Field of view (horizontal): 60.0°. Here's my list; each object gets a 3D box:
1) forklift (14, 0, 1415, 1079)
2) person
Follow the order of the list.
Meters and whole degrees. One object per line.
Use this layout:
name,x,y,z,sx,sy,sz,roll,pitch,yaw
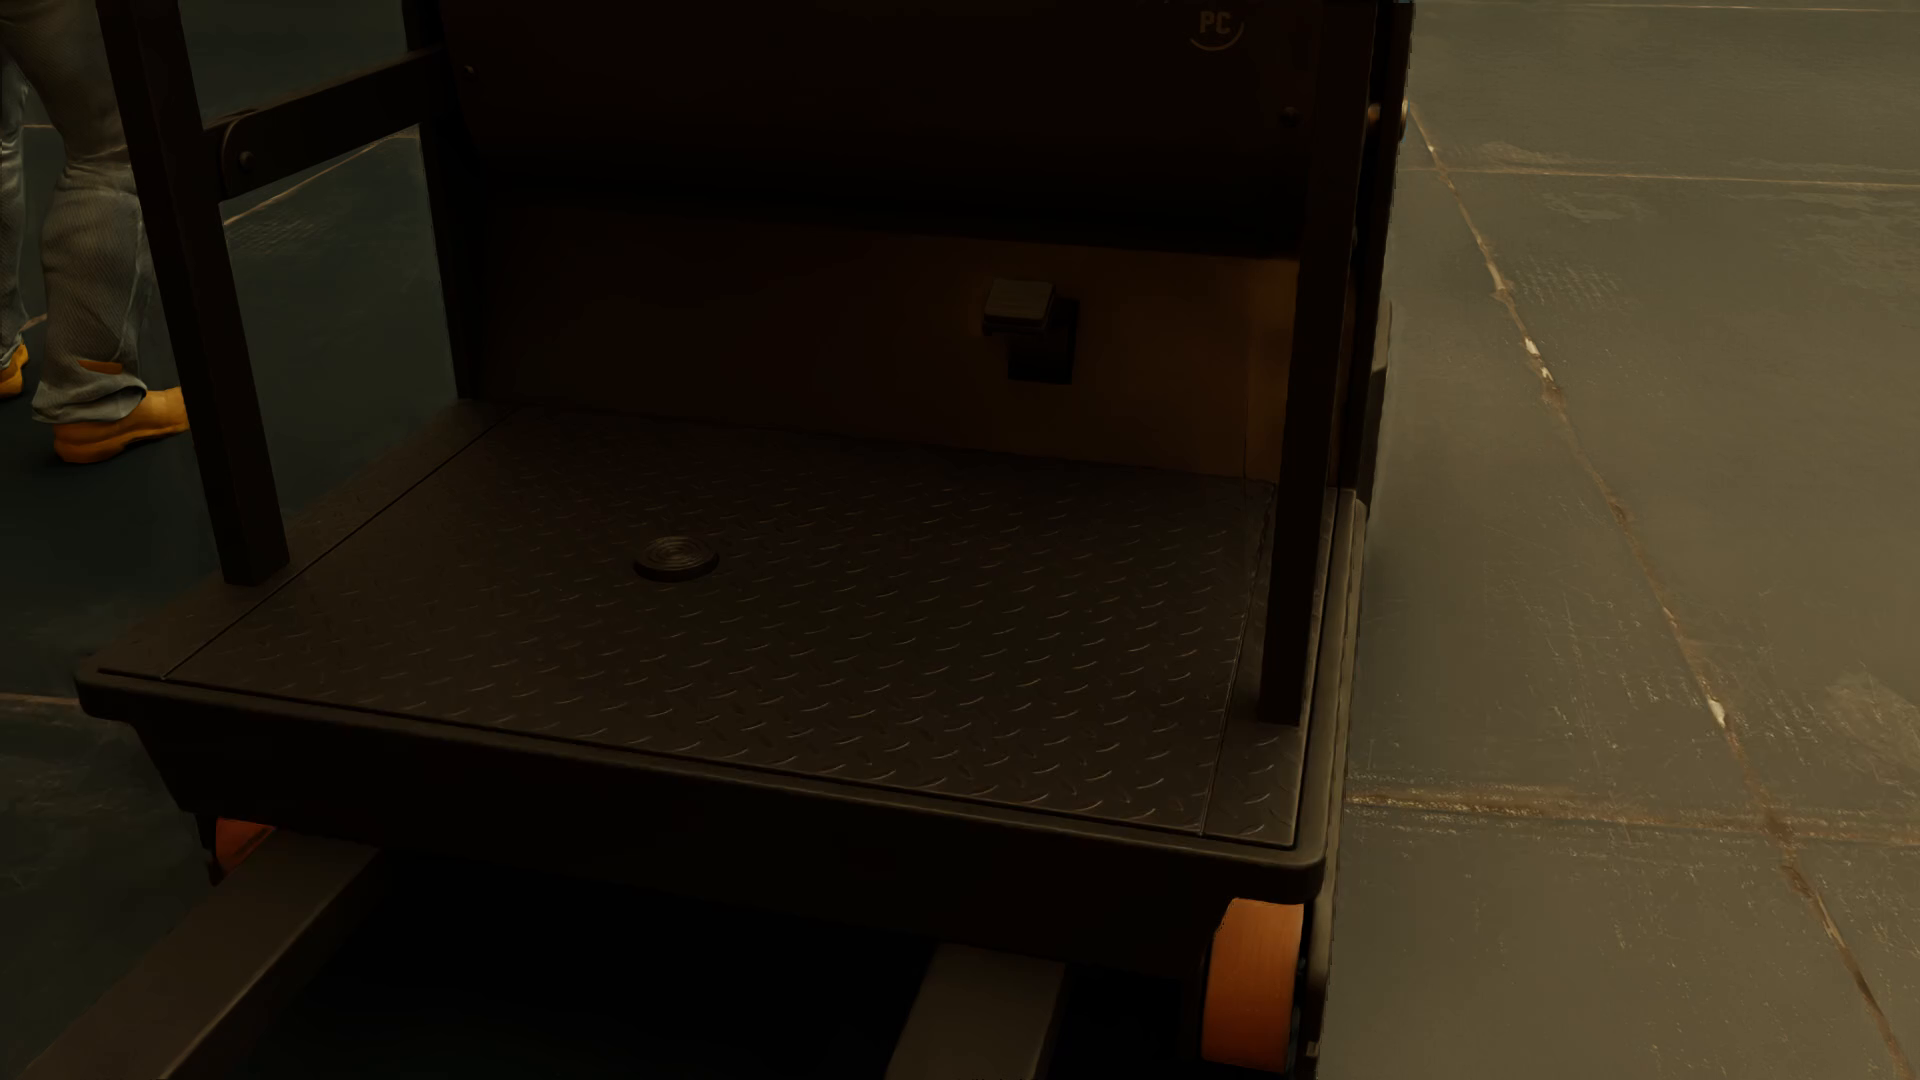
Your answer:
forklift,-0.143,-1.016,1.253,1.130,2.935,3.031,7,27,13
person,-1.515,-1.005,2.586,0.878,1.733,0.463,9,28,18
